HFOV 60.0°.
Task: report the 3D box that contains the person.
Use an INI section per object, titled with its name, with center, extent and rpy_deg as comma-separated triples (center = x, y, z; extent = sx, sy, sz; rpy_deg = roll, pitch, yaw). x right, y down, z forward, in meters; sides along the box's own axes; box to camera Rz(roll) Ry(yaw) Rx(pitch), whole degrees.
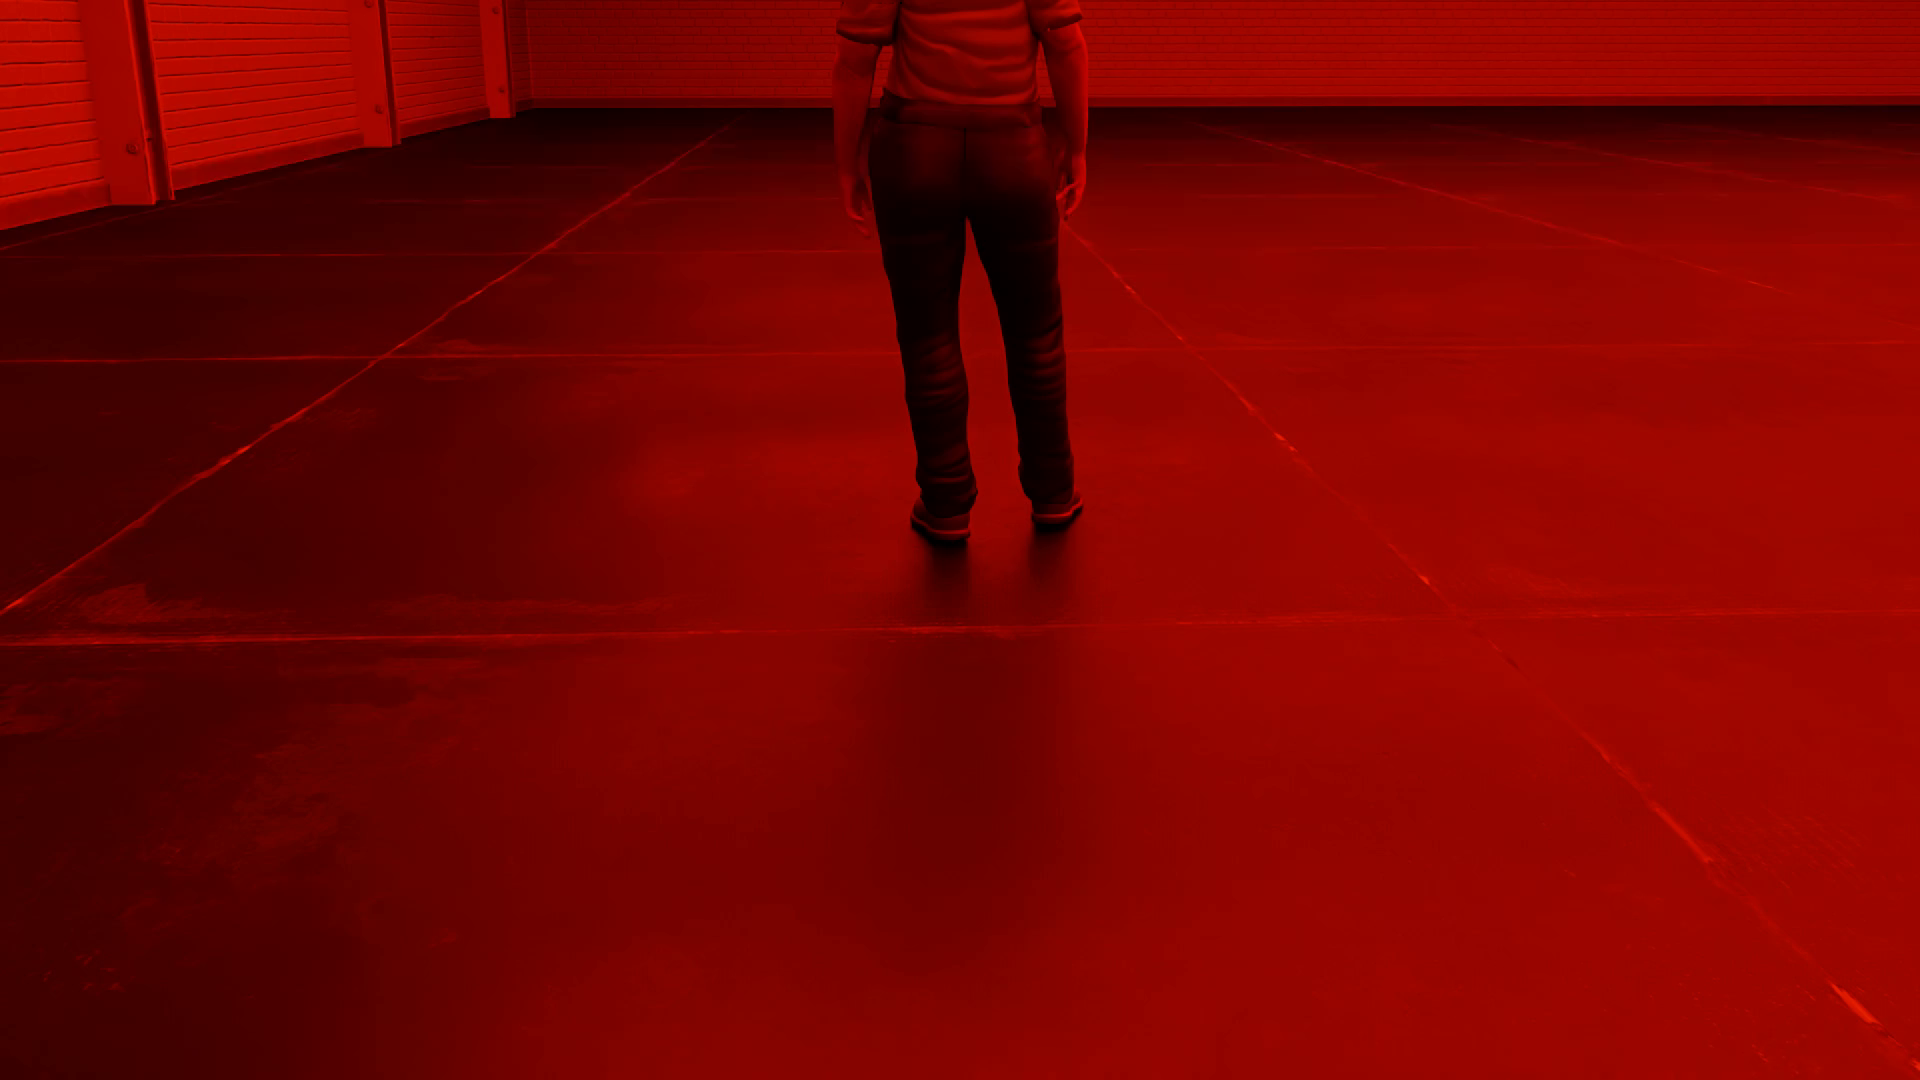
[person]
center = 0.018, -0.821, 3.761
extent = 0.599, 1.650, 0.503
rpy_deg = -1, 17, -3
